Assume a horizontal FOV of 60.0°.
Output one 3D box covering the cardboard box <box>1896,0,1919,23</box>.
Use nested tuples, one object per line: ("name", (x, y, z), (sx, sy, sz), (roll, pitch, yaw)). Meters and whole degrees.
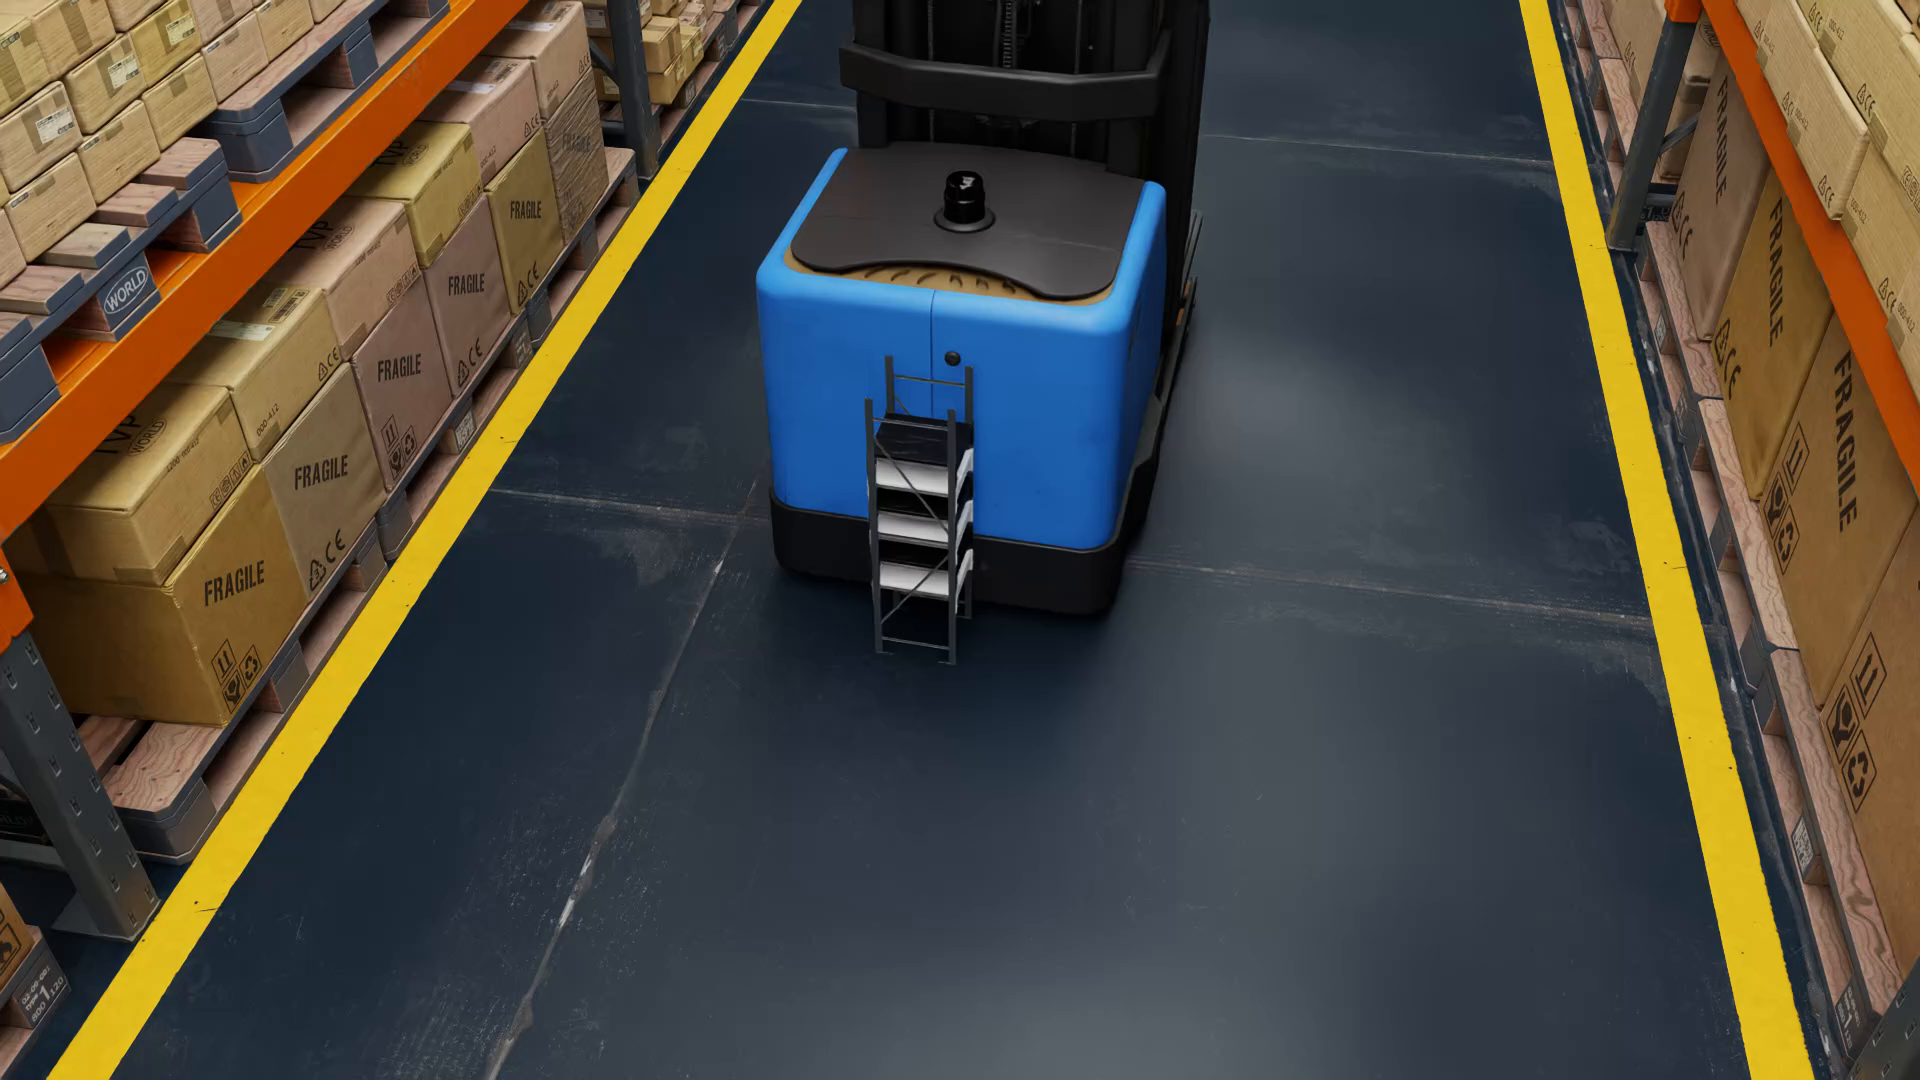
("cardboard box", (2.499, -1.509, 3.858), (0.500, 0.500, 0.500), (6, 40, 7))

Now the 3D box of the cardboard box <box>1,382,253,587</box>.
("cardboard box", (-2.135, -0.157, 4.130), (0.500, 0.250, 0.500), (5, 40, 6))

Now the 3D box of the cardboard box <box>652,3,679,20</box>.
("cardboard box", (-1.468, -2.313, 7.368), (0.380, 0.149, 0.250), (7, 40, 8))

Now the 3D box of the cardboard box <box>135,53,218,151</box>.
("cardboard box", (-2.079, -1.095, 4.088), (0.380, 0.149, 0.250), (8, 40, 10))

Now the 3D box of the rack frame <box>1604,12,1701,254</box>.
("rack frame", (3.092, -2.292, 5.668), (1.000, 3.000, 0.127), (6, 40, 8))

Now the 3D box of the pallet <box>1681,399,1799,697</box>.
("pallet", (2.824, 0.043, 5.032), (1.003, 0.211, 1.213), (6, 40, 8))

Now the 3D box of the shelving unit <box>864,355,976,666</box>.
("shelving unit", (-0.105, -0.065, 4.622), (0.258, 0.900, 0.210), (8, 40, 10))

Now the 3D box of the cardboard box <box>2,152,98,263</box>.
("cardboard box", (-2.170, -0.756, 3.678), (0.380, 0.149, 0.250), (8, 40, 10))

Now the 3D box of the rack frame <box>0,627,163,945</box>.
("rack frame", (-2.493, -0.264, 3.215), (1.000, 3.000, 0.127), (6, 40, 8))

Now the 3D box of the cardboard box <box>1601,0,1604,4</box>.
("cardboard box", (3.618, -2.976, 8.177), (0.875, 0.438, 0.875), (7, 40, 9))

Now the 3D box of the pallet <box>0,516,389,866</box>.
("pallet", (-2.357, 0.321, 4.697), (1.003, 0.211, 1.213), (6, 40, 8))

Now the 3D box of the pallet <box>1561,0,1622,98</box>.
("pallet", (3.509, -2.454, 8.052), (1.003, 0.211, 1.213), (6, 40, 8))

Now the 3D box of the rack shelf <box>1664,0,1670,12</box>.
("rack shelf", (3.438, -3.270, 7.415), (1.077, 0.370, 4.000), (6, 40, 8))

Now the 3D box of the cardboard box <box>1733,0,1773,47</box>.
("cardboard box", (2.668, -1.662, 5.024), (0.500, 0.250, 0.500), (5, 40, 7))

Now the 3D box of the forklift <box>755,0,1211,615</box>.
("forklift", (0.265, -1.856, 5.195), (1.130, 2.935, 3.031), (8, 40, 10))

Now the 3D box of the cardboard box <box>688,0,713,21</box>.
("cardboard box", (-1.389, -2.524, 7.857), (0.380, 0.149, 0.250), (6, 40, 7))

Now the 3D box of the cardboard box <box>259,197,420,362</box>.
("cardboard box", (-1.949, -0.785, 4.889), (0.500, 0.250, 0.500), (7, 40, 8))

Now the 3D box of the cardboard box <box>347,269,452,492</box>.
("cardboard box", (-1.952, -0.517, 5.153), (0.500, 0.500, 0.500), (5, 40, 7))

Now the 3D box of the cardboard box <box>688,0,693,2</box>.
("cardboard box", (-1.411, -2.639, 7.762), (0.380, 0.149, 0.250), (4, 40, 5))

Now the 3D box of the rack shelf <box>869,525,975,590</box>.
("rack shelf", (-0.105, 0.030, 4.701), (0.258, 0.077, 0.200), (8, 40, 10))

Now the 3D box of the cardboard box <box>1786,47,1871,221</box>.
("cardboard box", (2.468, -1.030, 4.259), (0.500, 0.250, 0.500), (6, 40, 7))

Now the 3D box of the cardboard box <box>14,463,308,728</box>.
("cardboard box", (-2.120, 0.122, 4.381), (0.500, 0.500, 0.500), (5, 40, 6))

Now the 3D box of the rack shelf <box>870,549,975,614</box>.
("rack shelf", (-0.105, 0.100, 4.758), (0.258, 0.077, 0.200), (8, 40, 10))

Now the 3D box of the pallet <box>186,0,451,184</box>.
("pallet", (-2.191, -1.437, 4.784), (1.003, 0.211, 1.213), (6, 40, 8))

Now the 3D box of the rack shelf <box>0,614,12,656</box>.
("rack shelf", (-2.839, 1.269, 1.926), (1.077, 0.370, 4.000), (6, 40, 8))

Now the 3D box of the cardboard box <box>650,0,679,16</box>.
("cardboard box", (-1.431, -2.426, 7.271), (0.380, 0.149, 0.250), (8, 40, 10))

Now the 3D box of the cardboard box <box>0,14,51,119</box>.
("cardboard box", (-2.178, -0.996, 3.501), (0.380, 0.149, 0.250), (5, 40, 6))

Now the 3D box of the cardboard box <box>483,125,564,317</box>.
("cardboard box", (-1.770, -1.159, 5.929), (0.500, 0.500, 0.500), (6, 40, 7))

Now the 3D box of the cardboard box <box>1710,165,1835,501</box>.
("cardboard box", (2.915, -0.669, 5.043), (0.875, 0.875, 0.875), (7, 40, 9))

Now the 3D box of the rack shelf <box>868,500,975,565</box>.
("rack shelf", (-0.105, -0.039, 4.643), (0.258, 0.077, 0.200), (8, 40, 10))

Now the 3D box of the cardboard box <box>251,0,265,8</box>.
("cardboard box", (-1.990, -1.533, 4.384), (0.380, 0.149, 0.250), (6, 40, 7))

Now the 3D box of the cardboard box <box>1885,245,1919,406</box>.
("cardboard box", (2.304, -0.392, 3.488), (0.500, 0.250, 0.500), (7, 40, 8))

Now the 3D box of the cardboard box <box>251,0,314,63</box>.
("cardboard box", (-1.989, -1.420, 4.481), (0.380, 0.149, 0.250), (7, 40, 8))

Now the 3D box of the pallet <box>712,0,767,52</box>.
("pallet", (-1.511, -2.893, 8.583), (1.003, 0.211, 1.213), (6, 40, 8))

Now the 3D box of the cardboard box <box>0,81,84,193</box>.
("cardboard box", (-2.167, -0.895, 3.613), (0.380, 0.149, 0.250), (8, 40, 10))

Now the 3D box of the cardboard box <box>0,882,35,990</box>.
("cardboard box", (-2.687, 0.814, 3.348), (1.050, 0.750, 0.750), (6, 40, 7))

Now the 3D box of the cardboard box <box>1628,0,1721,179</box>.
("cardboard box", (3.306, -1.848, 6.813), (0.875, 0.438, 0.875), (6, 40, 7))

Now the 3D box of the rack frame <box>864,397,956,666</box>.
("rack frame", (-0.128, -0.002, 4.546), (0.240, 0.900, 0.006), (8, 40, 10))

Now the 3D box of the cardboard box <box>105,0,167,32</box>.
("cardboard box", (-2.085, -1.315, 3.888), (0.380, 0.149, 0.250), (5, 40, 6))

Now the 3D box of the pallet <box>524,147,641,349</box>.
("pallet", (-1.934, -1.211, 6.549), (1.003, 0.211, 1.213), (6, 40, 8))

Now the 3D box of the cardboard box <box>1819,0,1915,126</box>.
("cardboard box", (2.476, -1.220, 4.097), (0.500, 0.250, 0.500), (5, 40, 6))

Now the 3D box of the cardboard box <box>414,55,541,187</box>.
("cardboard box", (-1.783, -1.445, 5.688), (0.500, 0.250, 0.500), (8, 40, 10))

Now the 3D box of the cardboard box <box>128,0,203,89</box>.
("cardboard box", (-2.081, -1.221, 4.007), (0.380, 0.149, 0.250), (7, 40, 8))

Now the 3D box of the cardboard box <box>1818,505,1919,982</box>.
("cardboard box", (2.601, 0.451, 3.688), (0.875, 0.875, 0.875), (6, 40, 7))

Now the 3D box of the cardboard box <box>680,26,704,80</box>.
("cardboard box", (-1.375, -2.197, 7.462), (0.380, 0.149, 0.250), (8, 40, 9))
